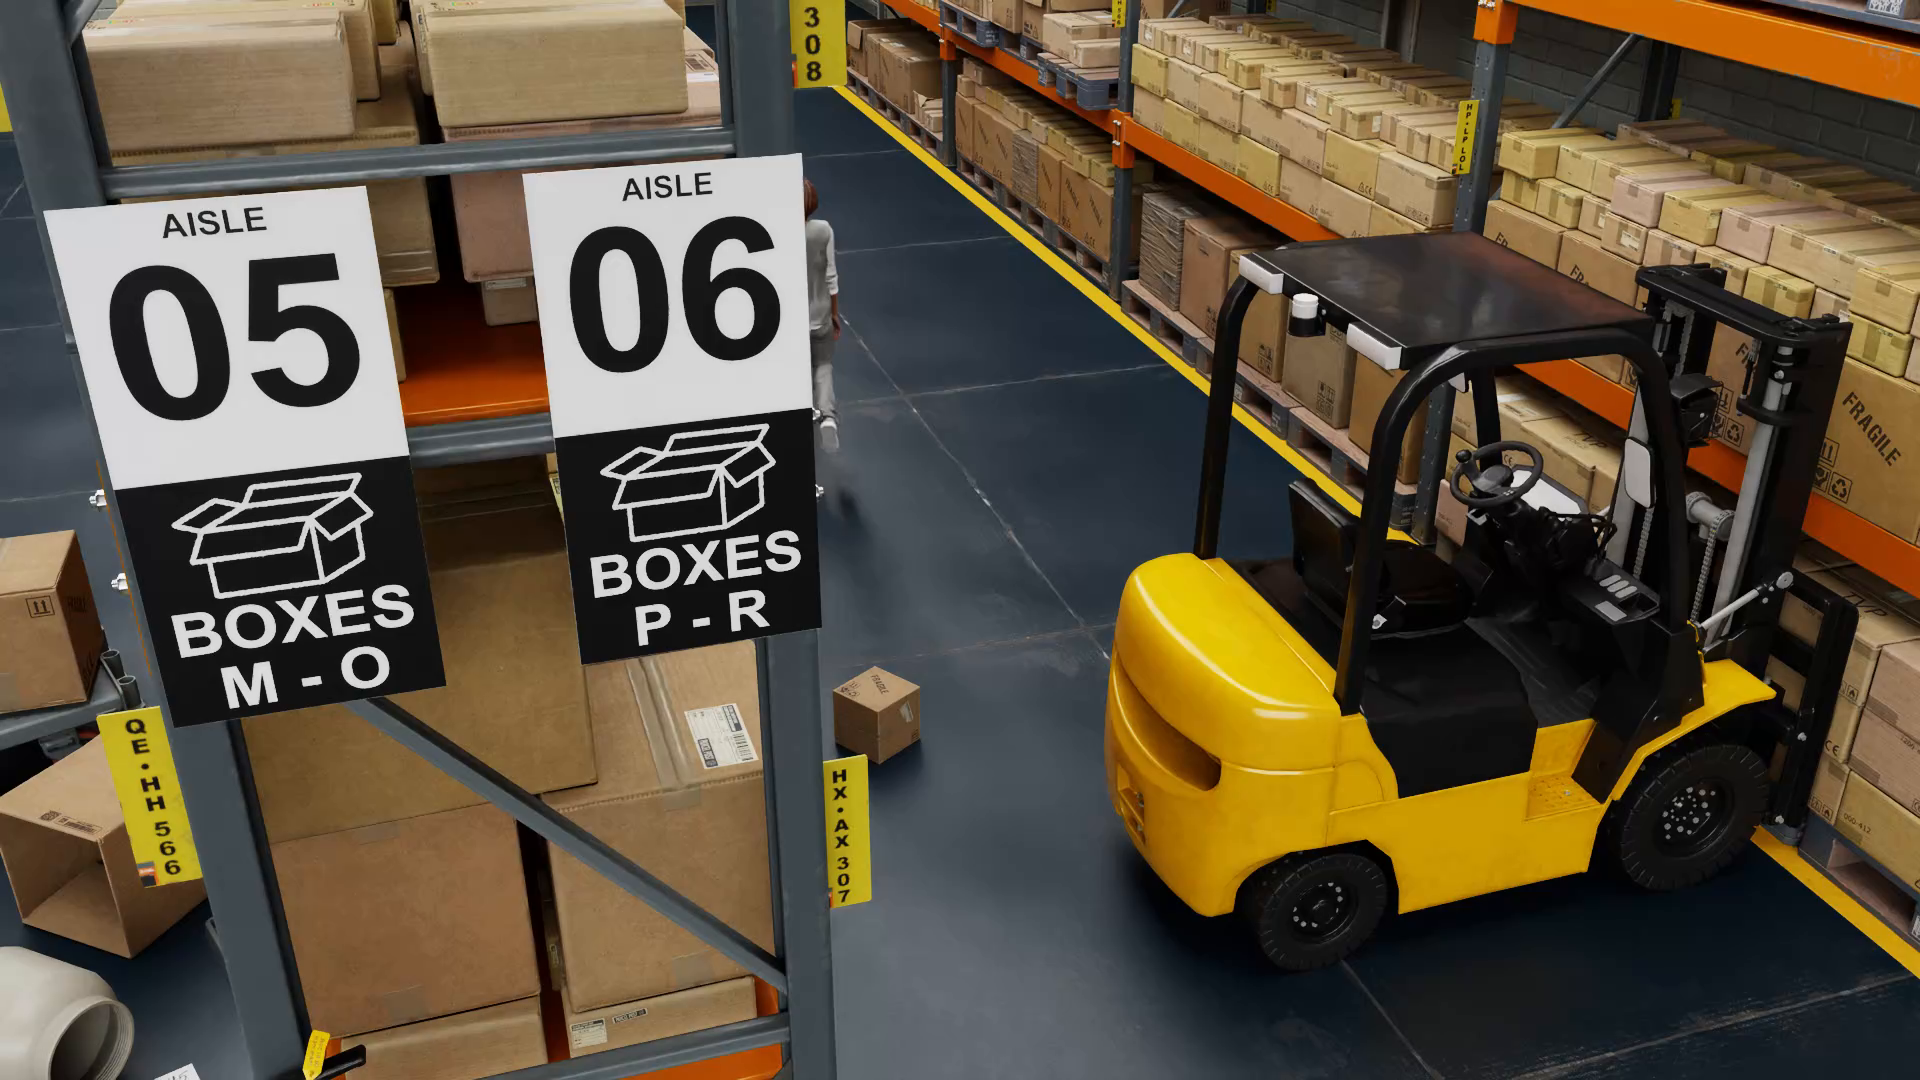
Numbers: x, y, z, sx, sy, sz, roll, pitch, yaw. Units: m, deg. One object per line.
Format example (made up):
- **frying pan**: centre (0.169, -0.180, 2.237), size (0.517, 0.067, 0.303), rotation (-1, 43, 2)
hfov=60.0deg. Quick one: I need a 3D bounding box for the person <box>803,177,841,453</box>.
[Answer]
- **person**: centre (-0.839, -1.168, 8.906), size (0.421, 1.586, 0.539), rotation (-7, 27, -13)
